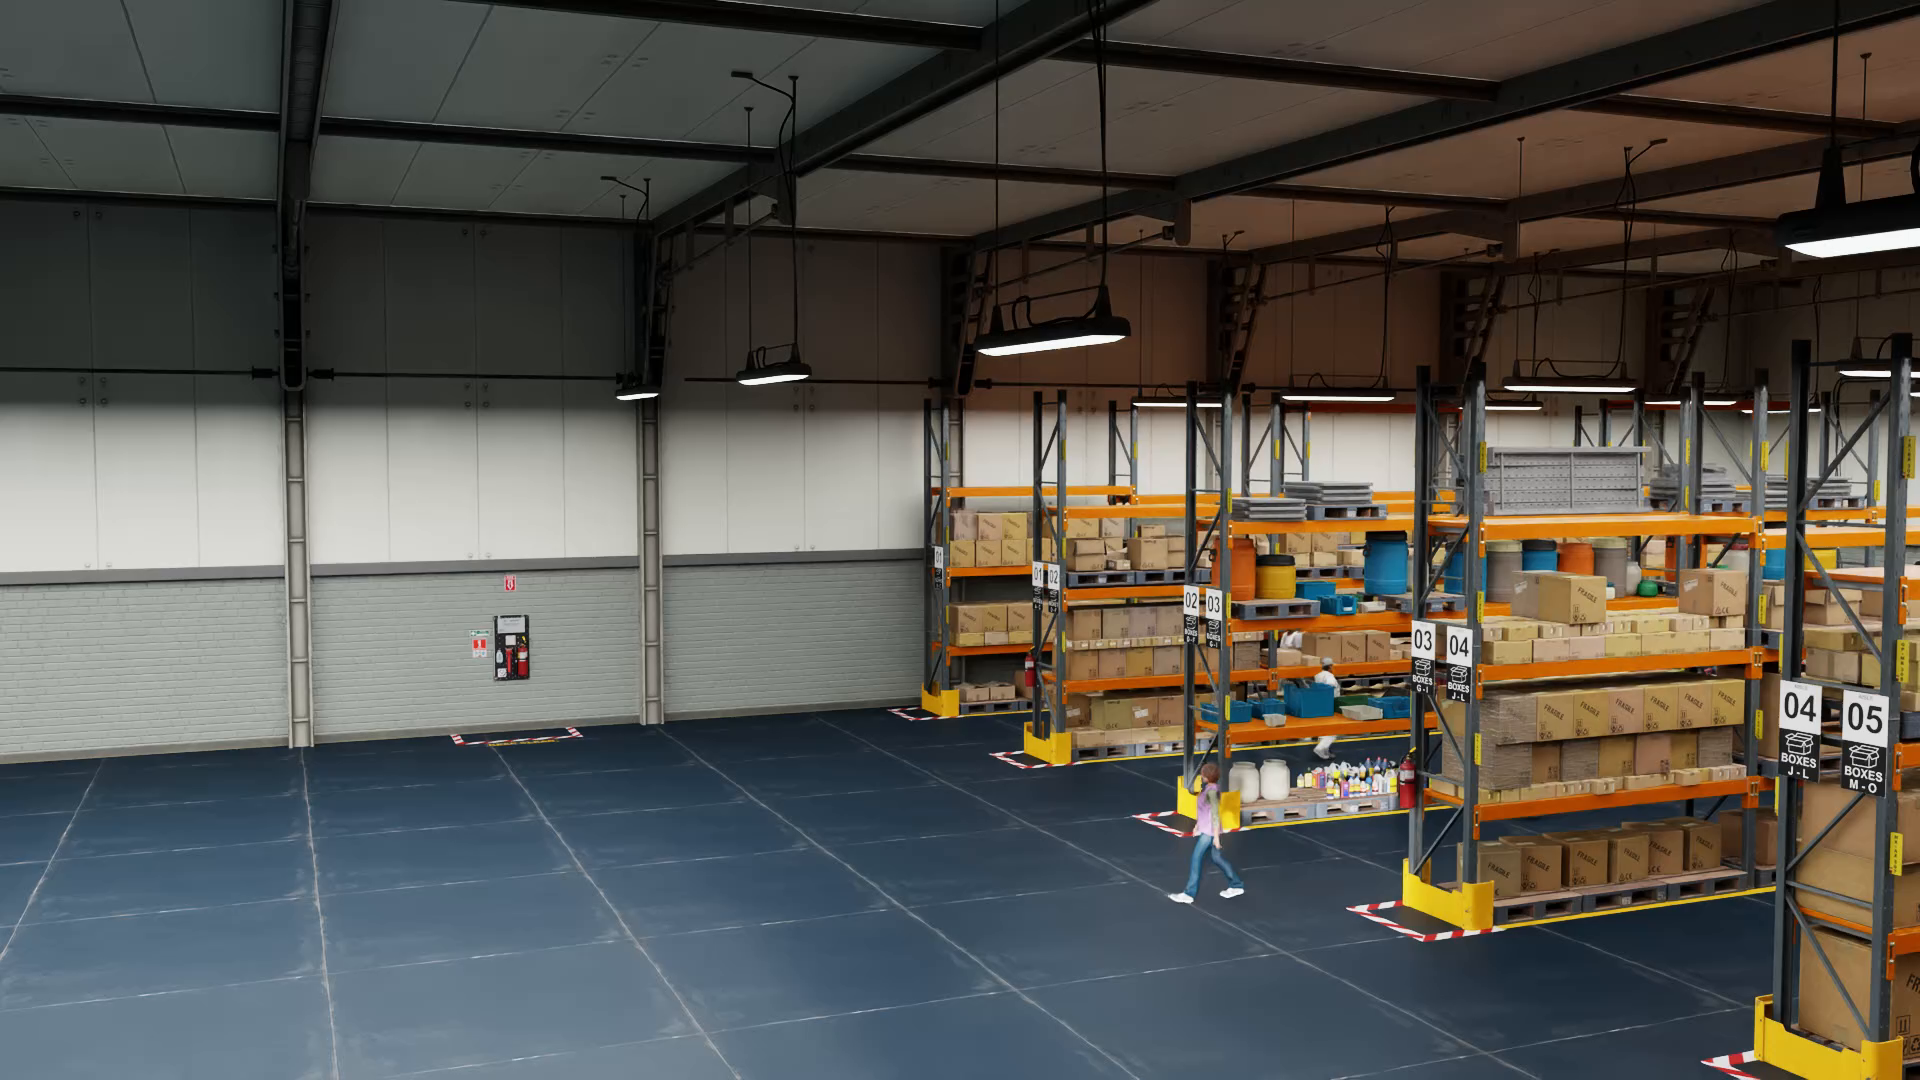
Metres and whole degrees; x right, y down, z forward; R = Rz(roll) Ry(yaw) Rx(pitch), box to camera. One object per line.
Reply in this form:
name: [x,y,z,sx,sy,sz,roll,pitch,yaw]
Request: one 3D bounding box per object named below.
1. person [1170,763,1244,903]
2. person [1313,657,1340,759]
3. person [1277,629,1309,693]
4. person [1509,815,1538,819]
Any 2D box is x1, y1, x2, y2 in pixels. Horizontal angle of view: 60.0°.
person: [2.788,3.279,18.699,0.825,1.565,0.442,1,3,9]
person: [5.939,2.747,27.092,0.506,1.660,0.535,-1,4,-21]
person: [6.371,2.368,32.388,1.087,1.710,0.572,-2,4,-28]
person: [7.765,2.955,22.859,0.516,1.865,0.661,-3,4,-38]
